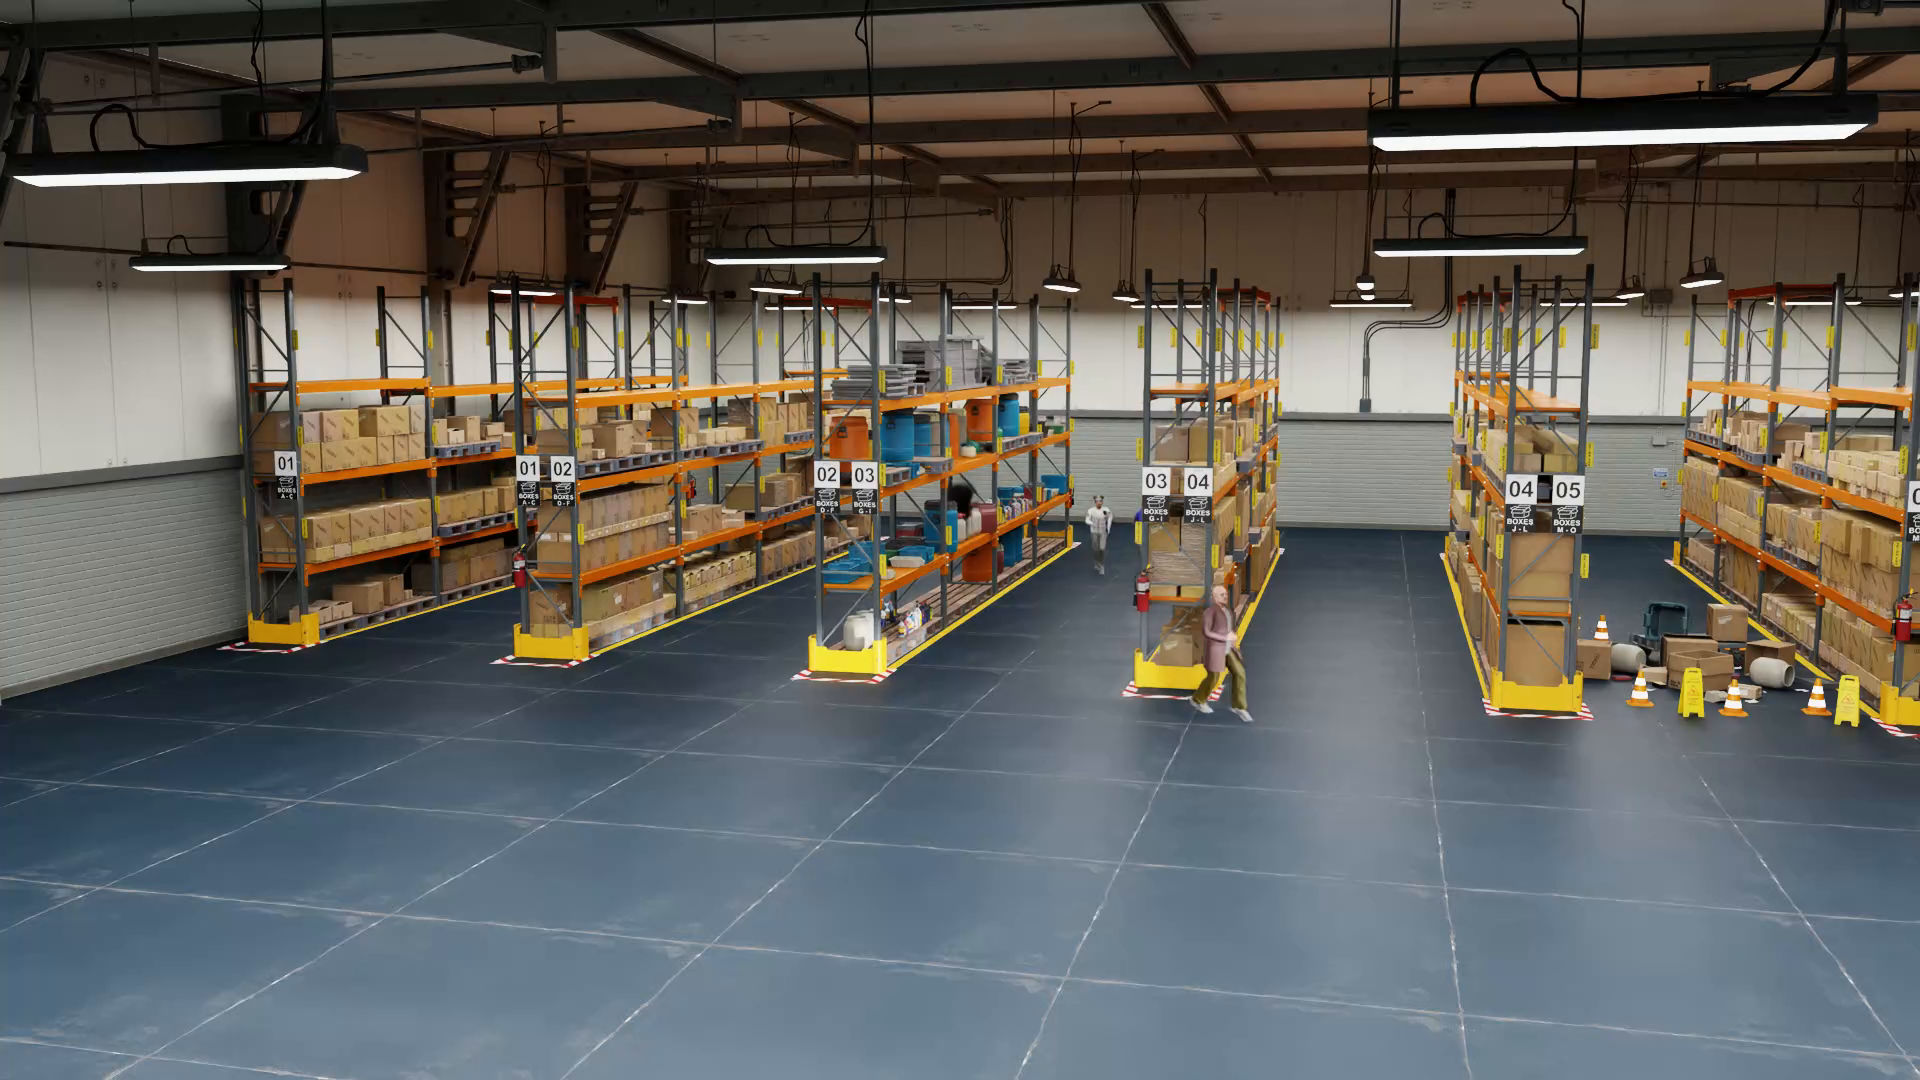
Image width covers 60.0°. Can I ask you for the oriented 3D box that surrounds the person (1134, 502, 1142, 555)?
[{"bbox_3d":[4.044,-0.066,35.883,0.595,1.629,0.702,2,7,17],"label":"person"}]

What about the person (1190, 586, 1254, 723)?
[{"bbox_3d":[3.413,1.501,21.995,0.935,1.818,0.717,6,9,43],"label":"person"}]

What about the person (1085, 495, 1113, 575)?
[{"bbox_3d":[2.985,-0.123,35.849,0.553,1.734,0.800,1,7,12],"label":"person"}]
